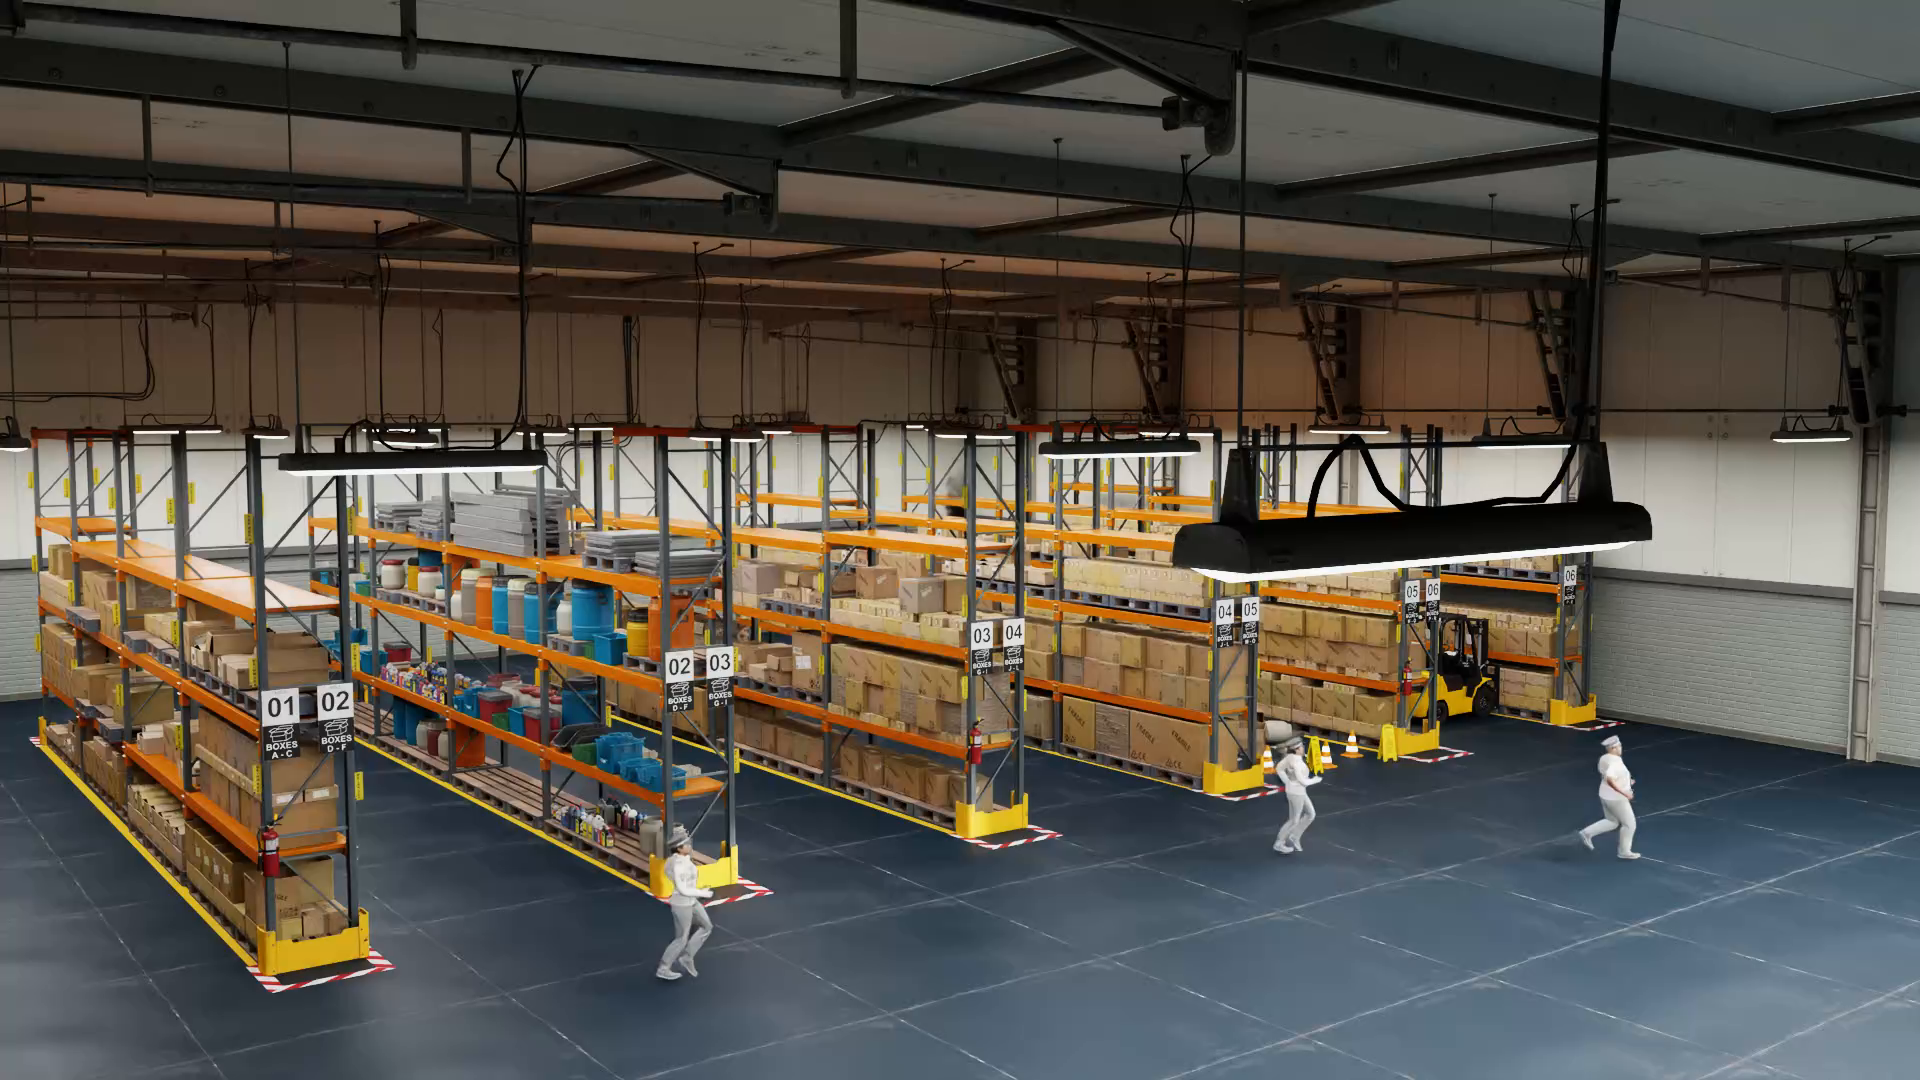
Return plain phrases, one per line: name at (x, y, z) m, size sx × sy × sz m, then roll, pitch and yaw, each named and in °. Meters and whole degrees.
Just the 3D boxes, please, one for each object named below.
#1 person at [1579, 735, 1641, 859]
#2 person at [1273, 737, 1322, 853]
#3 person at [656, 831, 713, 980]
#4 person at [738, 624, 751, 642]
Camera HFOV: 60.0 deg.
person at (9.201, 3.616, 23.427) m, size 0.809 × 1.747 × 0.675 m, roll 0°, pitch 4°, yaw 1°
person at (4.809, 3.629, 23.653) m, size 0.659 × 1.699 × 0.581 m, roll 0°, pitch 4°, yaw 4°
person at (-3.058, 4.047, 18.462) m, size 0.644 × 1.685 × 0.619 m, roll 0°, pitch 4°, yaw -5°
person at (-4.966, 2.640, 37.678) m, size 0.578 × 1.519 × 0.808 m, roll -3°, pitch 5°, yaw -30°
